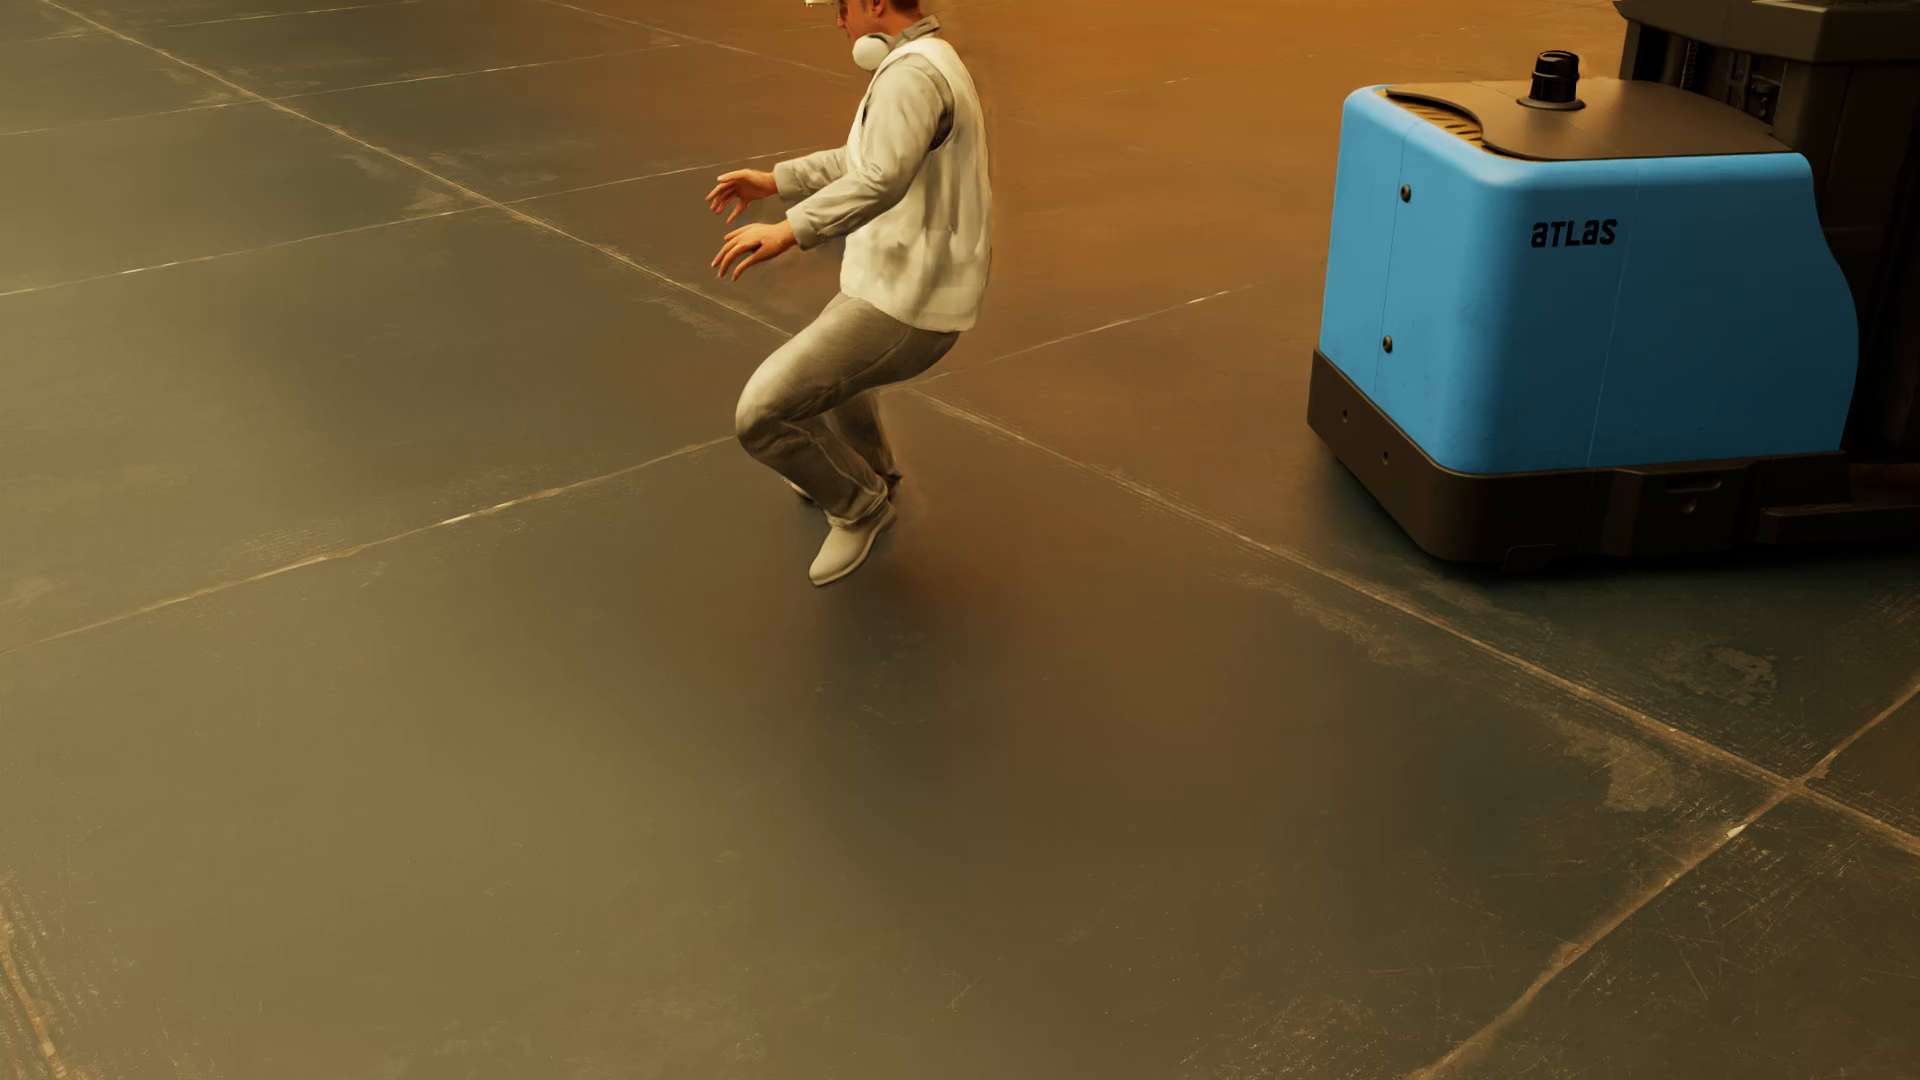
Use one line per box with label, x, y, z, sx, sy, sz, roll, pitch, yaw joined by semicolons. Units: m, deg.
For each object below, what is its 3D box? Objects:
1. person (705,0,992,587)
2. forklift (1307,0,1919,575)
person;-0.302;-0.670;4.070;0.766;1.588;0.869;2;26;4
forklift;2.618;-1.519;4.264;3.031;2.935;1.130;-4;27;-8
